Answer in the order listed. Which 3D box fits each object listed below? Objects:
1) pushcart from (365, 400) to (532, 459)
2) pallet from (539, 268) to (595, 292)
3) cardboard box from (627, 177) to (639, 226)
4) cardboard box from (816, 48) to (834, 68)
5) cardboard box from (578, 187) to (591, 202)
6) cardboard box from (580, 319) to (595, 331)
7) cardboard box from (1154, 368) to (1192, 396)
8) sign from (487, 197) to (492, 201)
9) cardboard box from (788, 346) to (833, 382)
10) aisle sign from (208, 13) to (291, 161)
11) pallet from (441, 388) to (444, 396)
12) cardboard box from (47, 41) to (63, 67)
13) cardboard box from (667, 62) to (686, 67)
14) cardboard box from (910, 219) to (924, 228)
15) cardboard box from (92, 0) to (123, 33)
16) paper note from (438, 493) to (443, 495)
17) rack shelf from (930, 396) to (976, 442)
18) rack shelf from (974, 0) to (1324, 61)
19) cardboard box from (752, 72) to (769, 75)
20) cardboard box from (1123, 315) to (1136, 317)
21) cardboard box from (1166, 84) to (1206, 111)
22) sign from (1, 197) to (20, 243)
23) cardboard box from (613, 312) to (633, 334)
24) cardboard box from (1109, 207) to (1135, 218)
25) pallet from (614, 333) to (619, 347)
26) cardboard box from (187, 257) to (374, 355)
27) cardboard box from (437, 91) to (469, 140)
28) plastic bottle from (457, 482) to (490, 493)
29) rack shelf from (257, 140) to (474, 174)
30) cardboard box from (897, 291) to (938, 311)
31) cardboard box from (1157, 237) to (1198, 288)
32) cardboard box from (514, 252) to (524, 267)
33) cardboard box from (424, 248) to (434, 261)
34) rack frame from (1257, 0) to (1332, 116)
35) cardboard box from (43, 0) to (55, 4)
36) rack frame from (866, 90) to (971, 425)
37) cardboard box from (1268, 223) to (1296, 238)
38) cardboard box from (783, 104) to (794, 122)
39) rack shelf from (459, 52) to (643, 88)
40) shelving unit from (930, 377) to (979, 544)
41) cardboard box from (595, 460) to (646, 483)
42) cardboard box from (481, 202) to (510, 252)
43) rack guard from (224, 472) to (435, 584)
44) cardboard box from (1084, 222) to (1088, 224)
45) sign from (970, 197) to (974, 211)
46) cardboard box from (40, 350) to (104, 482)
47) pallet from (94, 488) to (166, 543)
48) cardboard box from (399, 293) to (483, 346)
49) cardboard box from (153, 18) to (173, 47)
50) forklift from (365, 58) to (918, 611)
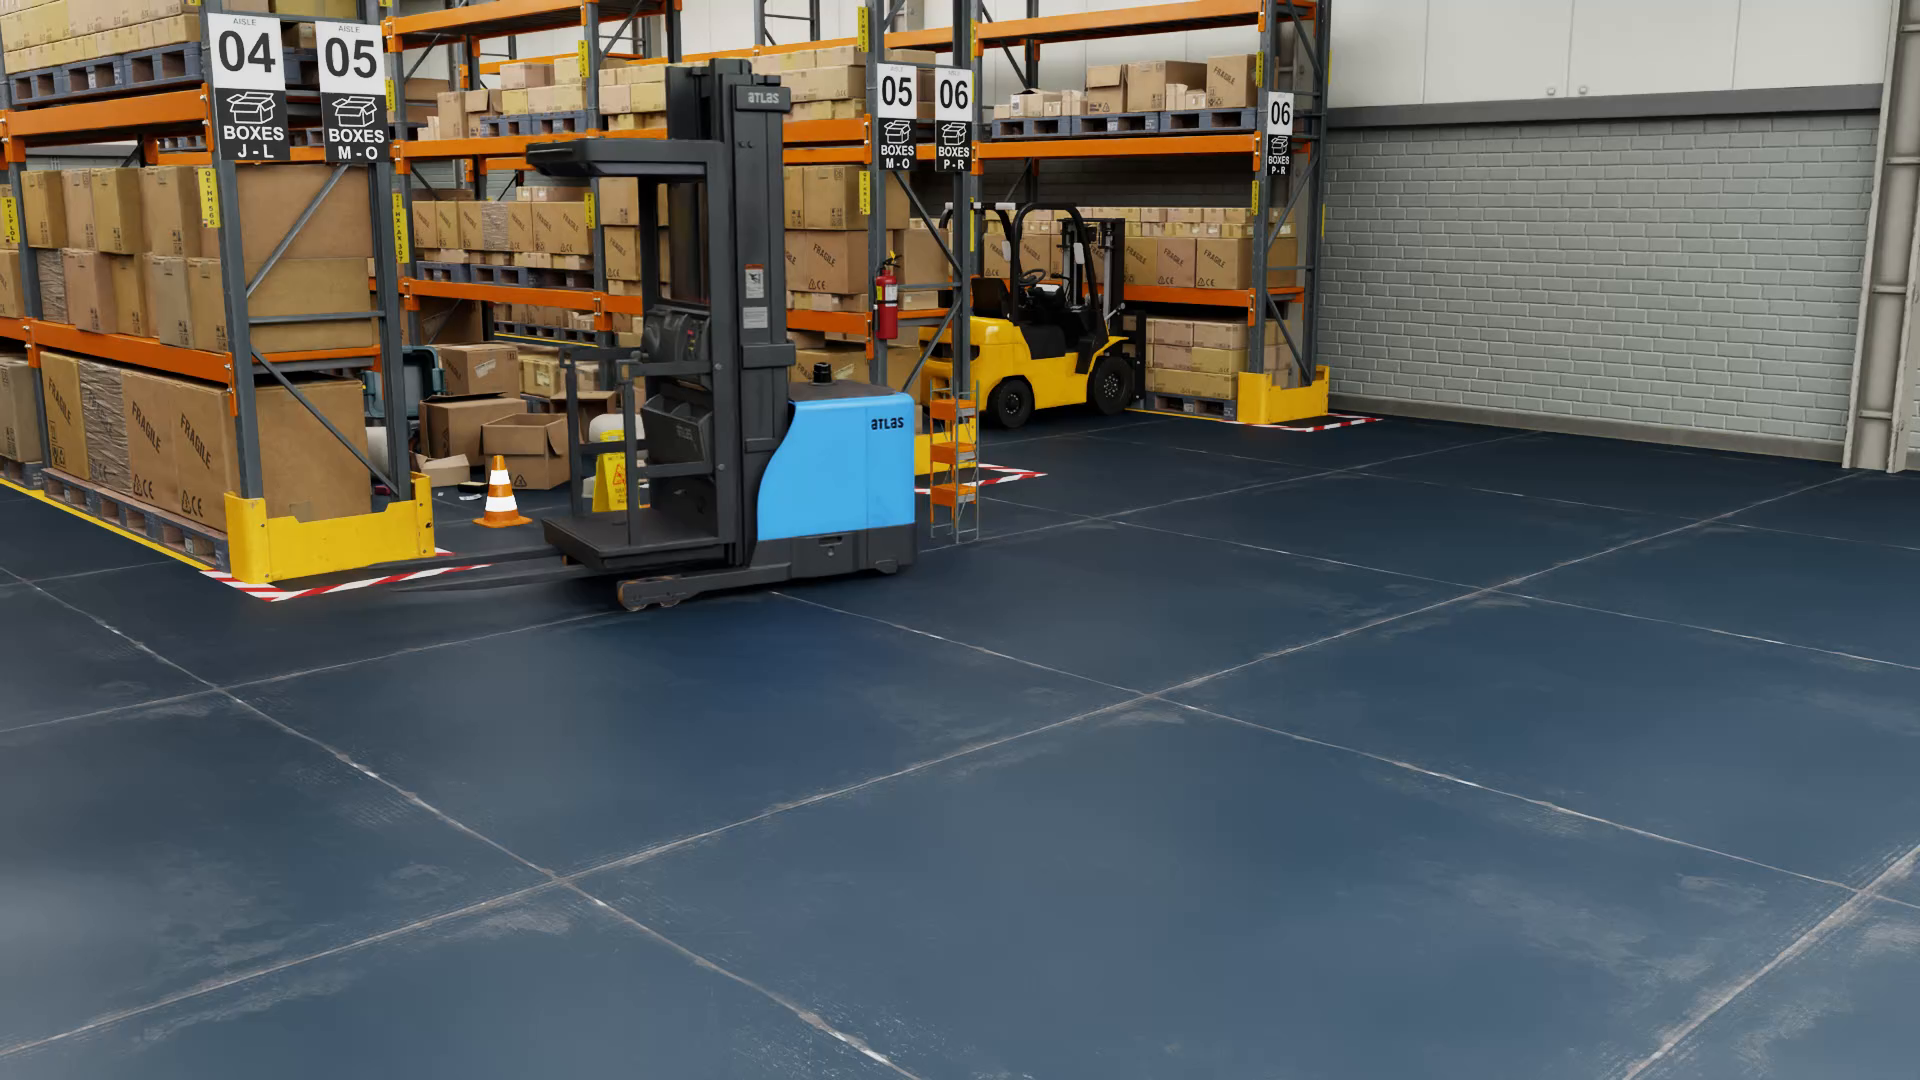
[{"bbox_3d":[-4.693,-0.996,14.812,0.936,0.377,1.648,6,13,26],"label":"pushcart"},{"bbox_3d":[-3.501,-2.644,16.784,1.003,0.211,1.213,-11,16,-43],"label":"pallet"},{"bbox_3d":[-2.594,-3.118,15.149,0.700,0.500,0.500,-11,16,-42],"label":"cardboard box"},{"bbox_3d":[-0.913,-3.810,13.183,0.380,0.149,0.250,-11,16,-42],"label":"cardboard box"},{"bbox_3d":[-3.972,-3.586,17.250,0.380,0.149,0.250,-10,15,-39],"label":"cardboard box"},{"bbox_3d":[-5.613,-3.315,25.594,0.250,0.149,0.380,11,16,43],"label":"cardboard box"},{"bbox_3d":[2.382,-1.672,17.365,0.500,0.250,0.500,-11,16,-43],"label":"cardboard box"},{"bbox_3d":[-5.455,-3.795,19.224,0.100,0.325,0.005,-11,16,-43],"label":"sign"},{"bbox_3d":[-1.421,-1.404,14.210,0.500,0.500,0.500,-10,15,-40],"label":"cardboard box"},{"bbox_3d":[-3.994,-2.538,9.357,0.394,0.787,0.004,-11,16,-43],"label":"aisle sign"},{"bbox_3d":[-5.302,-1.709,18.686,1.003,0.211,1.213,-11,16,-43],"label":"pallet"},{"bbox_3d":[-5.879,-3.253,11.169,0.380,0.149,0.250,-11,16,-43],"label":"cardboard box"},{"bbox_3d":[-2.350,-4.106,14.620,0.250,0.149,0.380,11,16,43],"label":"cardboard box"},{"bbox_3d":[-0.487,-3.782,19.978,0.250,0.149,0.380,11,16,43],"label":"cardboard box"},{"bbox_3d":[-5.057,-3.292,10.371,0.500,0.250,0.500,-11,16,-43],"label":"cardboard box"},{"bbox_3d":[-3.926,-0.348,12.574,0.032,0.001,0.123,-3,12,-13],"label":"paper note"},{"bbox_3d":[-0.037,-0.790,10.788,0.215,0.259,0.240,-11,16,-43],"label":"rack shelf"},{"bbox_3d":[1.890,-5.396,17.576,1.077,0.370,4.000,-11,16,-43],"label":"rack shelf"},{"bbox_3d":[-1.572,-3.749,13.876,0.500,0.250,0.500,-10,16,-41],"label":"cardboard box"},{"bbox_3d":[1.671,-2.308,17.974,0.500,0.250,0.500,-11,16,-44],"label":"cardboard box"},{"bbox_3d":[2.304,-4.488,16.871,0.396,0.266,0.258,-11,16,-42],"label":"cardboard box"},{"bbox_3d":[-6.974,-2.352,12.223,0.100,0.325,0.005,-11,16,-43],"label":"sign"},{"bbox_3d":[-4.844,-3.345,24.867,0.500,0.500,0.500,-10,15,-40],"label":"cardboard box"},{"bbox_3d":[1.808,-3.472,17.740,0.380,0.149,0.250,-11,16,-42],"label":"cardboard box"},{"bbox_3d":[-4.426,-2.986,24.883,1.003,0.211,1.213,-11,16,-43],"label":"pallet"},{"bbox_3d":[-4.115,-1.439,10.089,0.875,0.550,0.550,-11,16,-43],"label":"cardboard box"},{"bbox_3d":[-5.193,-4.568,17.968,0.700,0.500,0.500,-11,16,-43],"label":"cardboard box"},{"bbox_3d":[-3.747,-0.405,12.727,0.283,0.061,0.133,6,13,26],"label":"plastic bottle"},{"bbox_3d":[-7.222,-4.598,20.145,1.077,0.370,4.000,-11,16,-43],"label":"rack shelf"},{"bbox_3d":[-0.401,-1.977,13.698,0.380,0.149,0.250,-11,16,-42],"label":"cardboard box"},{"bbox_3d":[2.390,-2.875,17.186,0.500,0.500,0.500,-10,15,-41],"label":"cardboard box"},{"bbox_3d":[-4.327,-2.876,17.018,0.380,0.149,0.250,-11,16,-43],"label":"cardboard box"},{"bbox_3d":[-5.751,-3.199,18.586,0.250,0.149,0.380,11,16,42],"label":"cardboard box"},{"bbox_3d":[3.272,-5.652,16.046,1.000,3.000,0.127,-11,16,-43],"label":"rack frame"},{"bbox_3d":[-5.878,-3.643,11.087,0.380,0.149,0.250,-11,16,-42],"label":"cardboard box"},{"bbox_3d":[-0.316,-2.022,13.292,1.000,3.000,0.127,-11,16,-43],"label":"rack frame"},{"bbox_3d":[3.225,-3.166,16.992,0.250,0.149,0.380,11,16,44],"label":"cardboard box"},{"bbox_3d":[-1.246,-3.503,13.668,0.380,0.149,0.250,-11,16,-42],"label":"cardboard box"},{"bbox_3d":[-6.397,-7.342,26.037,1.077,0.370,4.000,-11,16,-43],"label":"rack shelf"},{"bbox_3d":[-0.037,-0.522,10.843,0.215,1.050,0.252,-11,16,-43],"label":"shelving unit"},{"bbox_3d":[-2.682,-0.535,13.141,0.380,0.149,0.250,-3,12,-13],"label":"cardboard box"},{"bbox_3d":[-4.621,-3.266,17.305,0.500,0.500,0.500,11,16,43],"label":"cardboard box"},{"bbox_3d":[-3.810,-0.090,10.107,1.175,0.500,0.348,-11,16,-43],"label":"rack guard"},{"bbox_3d":[1.402,-3.391,18.080,0.250,0.149,0.380,11,16,43],"label":"cardboard box"},{"bbox_3d":[0.123,-3.749,19.003,0.100,0.325,0.005,-11,16,-43],"label":"sign"},{"bbox_3d":[-6.205,-0.965,12.385,0.875,0.875,0.875,-11,16,-42],"label":"cardboard box"},{"bbox_3d":[-5.273,-0.235,11.531,1.003,0.211,1.213,-11,16,-43],"label":"pallet"},{"bbox_3d":[-6.258,-2.467,19.676,0.875,0.875,0.875,-11,16,-43],"label":"cardboard box"},{"bbox_3d":[-4.474,-2.956,9.728,0.380,0.149,0.250,-11,16,-42],"label":"cardboard box"},{"bbox_3d":[-1.784,-1.170,9.327,3.031,2.935,1.130,-7,13,-30],"label":"forklift"}]
